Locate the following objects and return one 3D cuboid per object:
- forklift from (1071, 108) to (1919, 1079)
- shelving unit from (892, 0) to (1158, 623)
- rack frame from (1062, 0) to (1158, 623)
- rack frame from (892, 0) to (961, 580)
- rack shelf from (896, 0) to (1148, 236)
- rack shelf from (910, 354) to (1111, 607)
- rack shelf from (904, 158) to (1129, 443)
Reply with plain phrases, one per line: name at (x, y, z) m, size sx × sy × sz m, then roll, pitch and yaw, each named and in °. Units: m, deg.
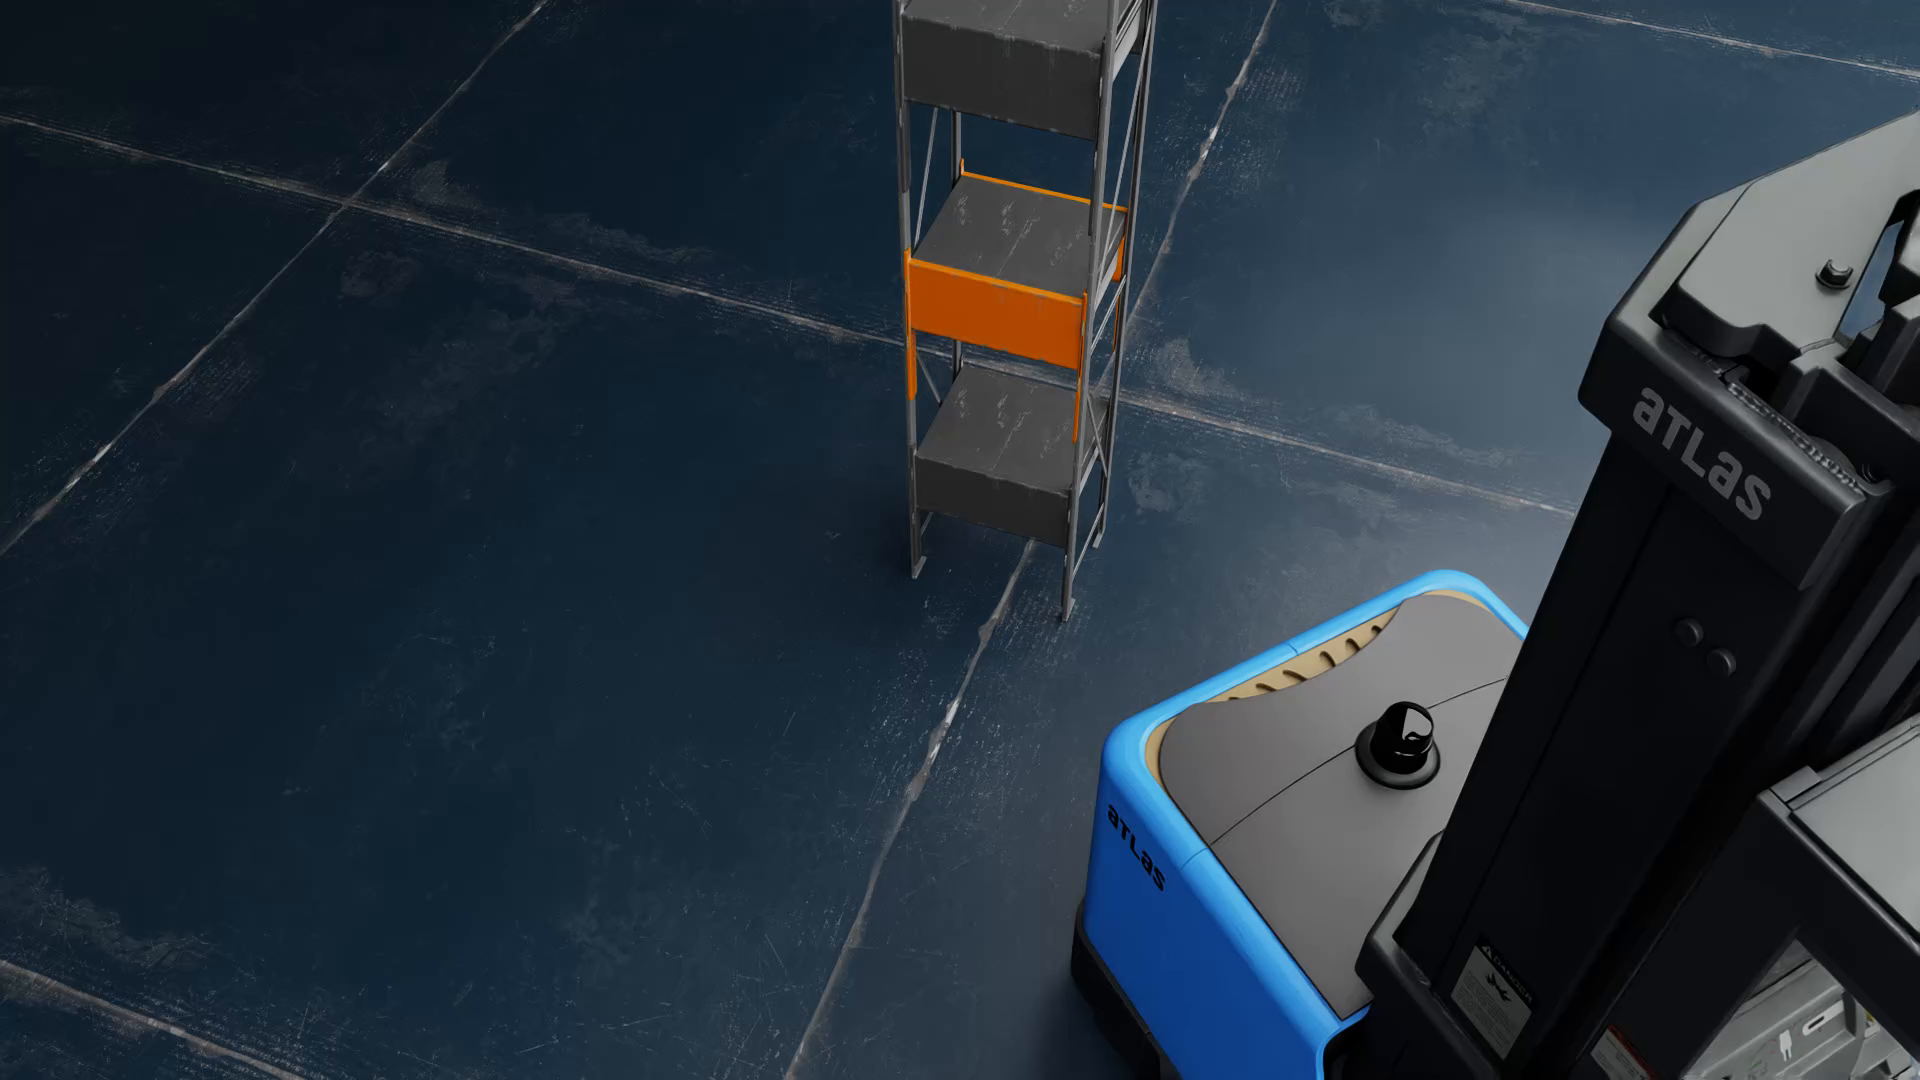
forklift at (1.449, 0.936, 2.499) m, size 1.130 × 2.935 × 3.031 m, roll -23°, pitch 53°, yaw -19°
shelving unit at (0.155, -0.644, 4.419) m, size 0.503 × 2.100 × 0.431 m, roll 16°, pitch 51°, yaw 13°
rack frame at (0.384, -0.580, 4.364) m, size 0.015 × 2.100 × 0.400 m, roll 16°, pitch 51°, yaw 13°
rack frame at (-0.074, -0.708, 4.474) m, size 0.015 × 2.100 × 0.400 m, roll 16°, pitch 51°, yaw 13°
rack shelf at (0.155, -1.094, 3.900) m, size 0.480 × 0.518 × 0.431 m, roll 16°, pitch 51°, yaw 13°
rack shelf at (0.155, -0.177, 4.958) m, size 0.480 × 0.518 × 0.431 m, roll 16°, pitch 51°, yaw 13°
rack shelf at (0.155, -0.635, 4.429) m, size 0.480 × 0.518 × 0.431 m, roll 16°, pitch 51°, yaw 13°
